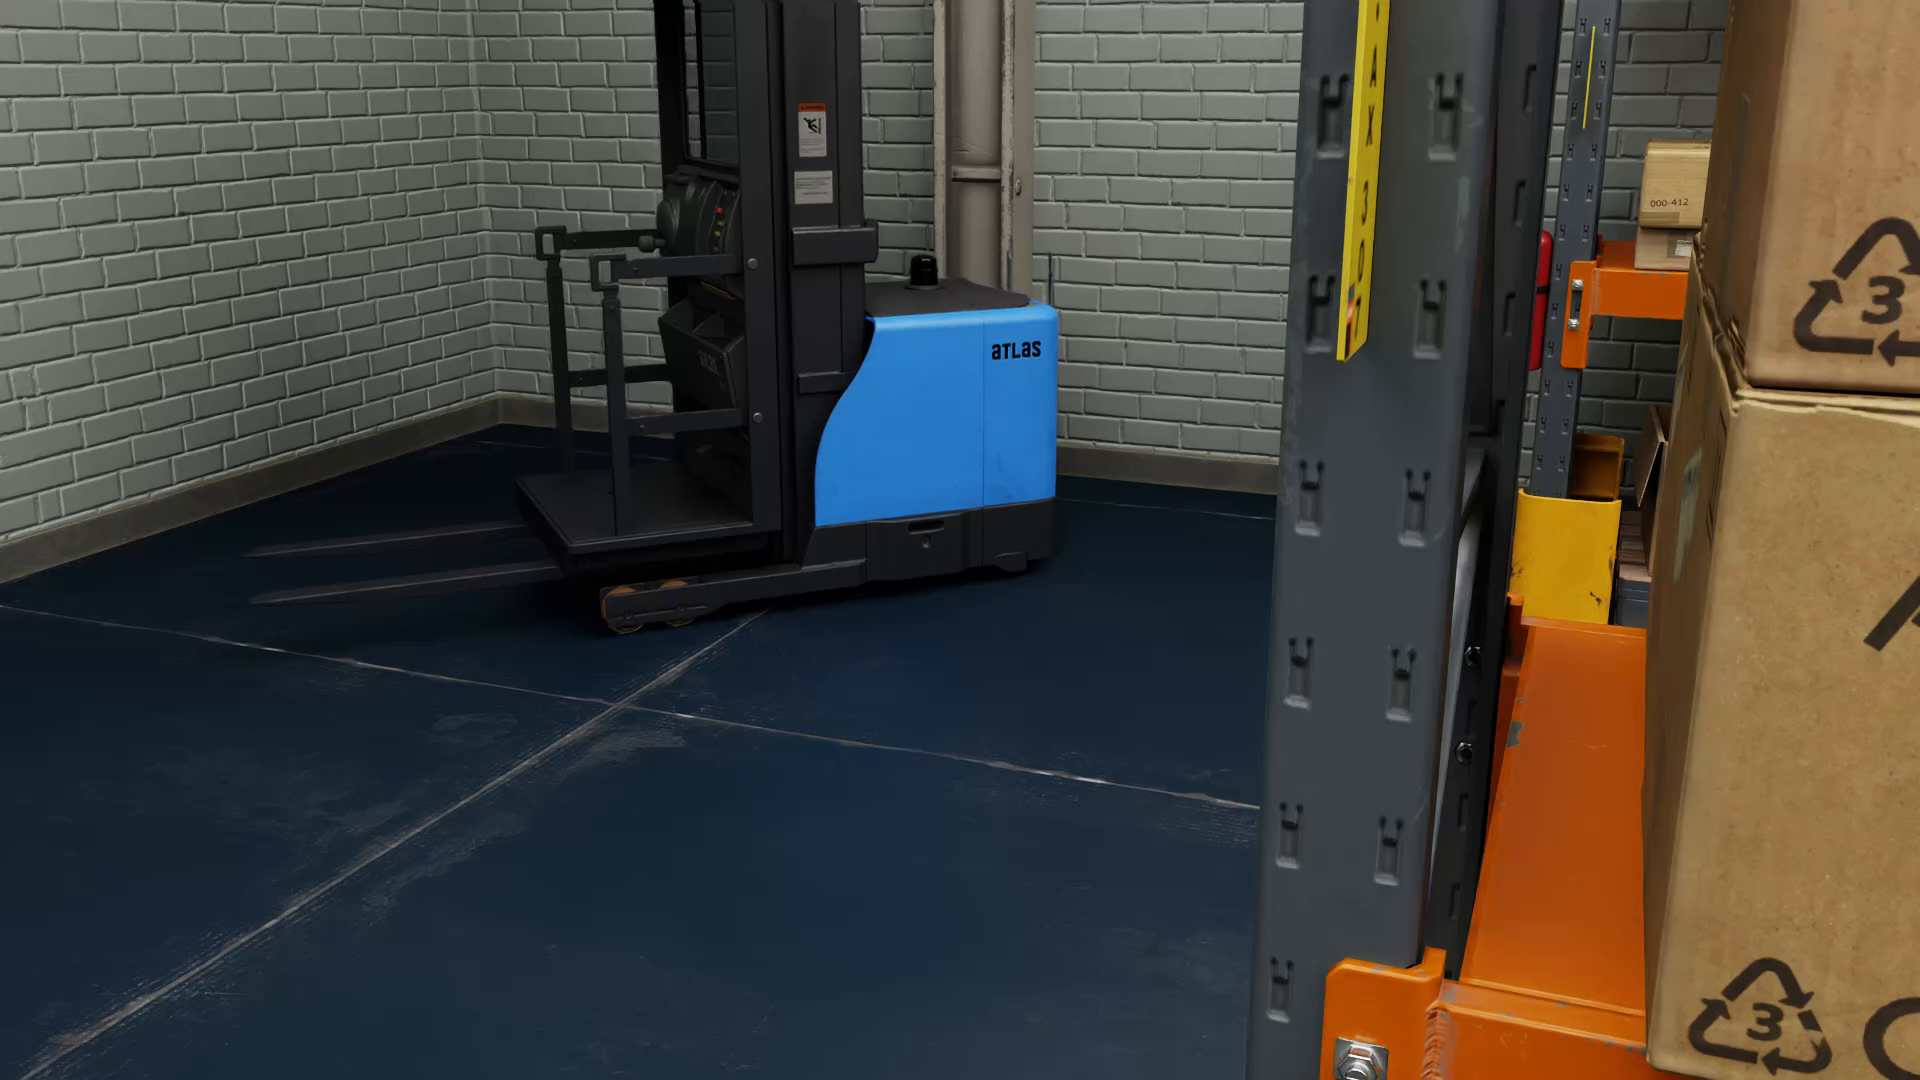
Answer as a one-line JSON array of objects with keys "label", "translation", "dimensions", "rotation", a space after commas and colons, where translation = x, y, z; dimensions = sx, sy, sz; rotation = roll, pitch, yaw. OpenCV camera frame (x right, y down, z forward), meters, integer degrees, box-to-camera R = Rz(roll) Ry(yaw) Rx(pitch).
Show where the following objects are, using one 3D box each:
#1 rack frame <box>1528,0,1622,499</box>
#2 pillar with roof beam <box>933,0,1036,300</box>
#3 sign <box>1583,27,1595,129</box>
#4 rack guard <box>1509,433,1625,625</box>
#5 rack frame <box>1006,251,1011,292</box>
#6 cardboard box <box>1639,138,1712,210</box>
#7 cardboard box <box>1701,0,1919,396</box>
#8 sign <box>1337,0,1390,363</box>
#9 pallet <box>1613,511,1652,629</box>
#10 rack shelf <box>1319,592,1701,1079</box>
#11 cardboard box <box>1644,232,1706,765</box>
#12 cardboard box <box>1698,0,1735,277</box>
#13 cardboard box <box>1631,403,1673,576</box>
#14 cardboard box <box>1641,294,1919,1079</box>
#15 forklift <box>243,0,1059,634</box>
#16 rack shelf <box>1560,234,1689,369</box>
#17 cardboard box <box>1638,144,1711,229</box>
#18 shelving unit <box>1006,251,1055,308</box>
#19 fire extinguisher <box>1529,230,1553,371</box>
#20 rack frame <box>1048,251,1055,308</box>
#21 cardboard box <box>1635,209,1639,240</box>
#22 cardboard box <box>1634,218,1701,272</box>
[{"label": "rack frame", "translation": [2.291, -1.261, 6.135], "dimensions": [0.127, 3.000, 1.000], "rotation": [6, 17, 21]}, {"label": "pillar with roof beam", "translation": [-1.466, -3.535, 3.208], "dimensions": [0.400, 9.000, 9.100], "rotation": [6, 17, 21]}, {"label": "sign", "translation": [2.092, -1.536, 5.530], "dimensions": [0.005, 0.325, 0.100], "rotation": [6, 17, 21]}, {"label": "rack guard", "translation": [2.362, -0.052, 6.457], "dimensions": [0.348, 0.500, 1.175], "rotation": [6, 17, 21]}, {"label": "rack frame", "translation": [0.205, -0.628, 7.186], "dimensions": [0.006, 1.200, 0.240], "rotation": [0, 16, -1]}, {"label": "cardboard box", "translation": [2.816, -1.353, 6.190], "dimensions": [0.500, 0.250, 0.500], "rotation": [7, 18, 22]}, {"label": "cardboard box", "translation": [0.815, -0.378, 1.123], "dimensions": [0.500, 0.500, 0.500], "rotation": [6, 17, 19]}, {"label": "sign", "translation": [0.264, -0.283, 1.074], "dimensions": [0.005, 0.325, 0.100], "rotation": [6, 17, 21]}, {"label": "pallet", "translation": [3.104, 0.168, 6.217], "dimensions": [1.213, 0.211, 1.003], "rotation": [6, 17, 21]}, {"label": "rack shelf", "translation": [2.334, 0.577, 1.095], "dimensions": [4.000, 0.370, 1.077], "rotation": [6, 17, 21]}, {"label": "cardboard box", "translation": [1.019, -0.040, 1.752], "dimensions": [0.500, 0.500, 0.500], "rotation": [6, 17, 21]}, {"label": "cardboard box", "translation": [1.009, -0.513, 1.589], "dimensions": [0.500, 0.500, 0.500], "rotation": [7, 18, 22]}, {"label": "cardboard box", "translation": [2.825, -0.176, 6.125], "dimensions": [0.637, 0.503, 0.797], "rotation": [6, 17, 18]}, {"label": "cardboard box", "translation": [0.814, 0.103, 1.260], "dimensions": [0.500, 0.500, 0.500], "rotation": [6, 17, 20]}, {"label": "forklift", "translation": [-1.163, -1.236, 6.175], "dimensions": [3.031, 2.935, 1.130], "rotation": [-7, 18, -23]}, {"label": "rack shelf", "translation": [4.152, -0.710, 5.531], "dimensions": [4.000, 0.370, 1.077], "rotation": [6, 17, 21]}, {"label": "cardboard box", "translation": [2.614, -1.215, 5.714], "dimensions": [0.500, 0.250, 0.500], "rotation": [6, 17, 21]}, {"label": "shelving unit", "translation": [0.297, -0.629, 7.188], "dimensions": [0.189, 1.200, 0.258], "rotation": [0, 16, -1]}, {"label": "fire extinguisher", "translation": [1.985, -0.939, 5.837], "dimensions": [0.183, 0.674, 0.296], "rotation": [6, 17, 21]}, {"label": "rack frame", "translation": [0.388, -0.630, 7.190], "dimensions": [0.006, 1.200, 0.240], "rotation": [0, 16, -1]}, {"label": "cardboard box", "translation": [2.698, -1.176, 6.293], "dimensions": [0.250, 0.149, 0.380], "rotation": [6, 17, 20]}, {"label": "cardboard box", "translation": [2.496, -1.035, 5.810], "dimensions": [0.250, 0.149, 0.380], "rotation": [6, 17, 20]}]
